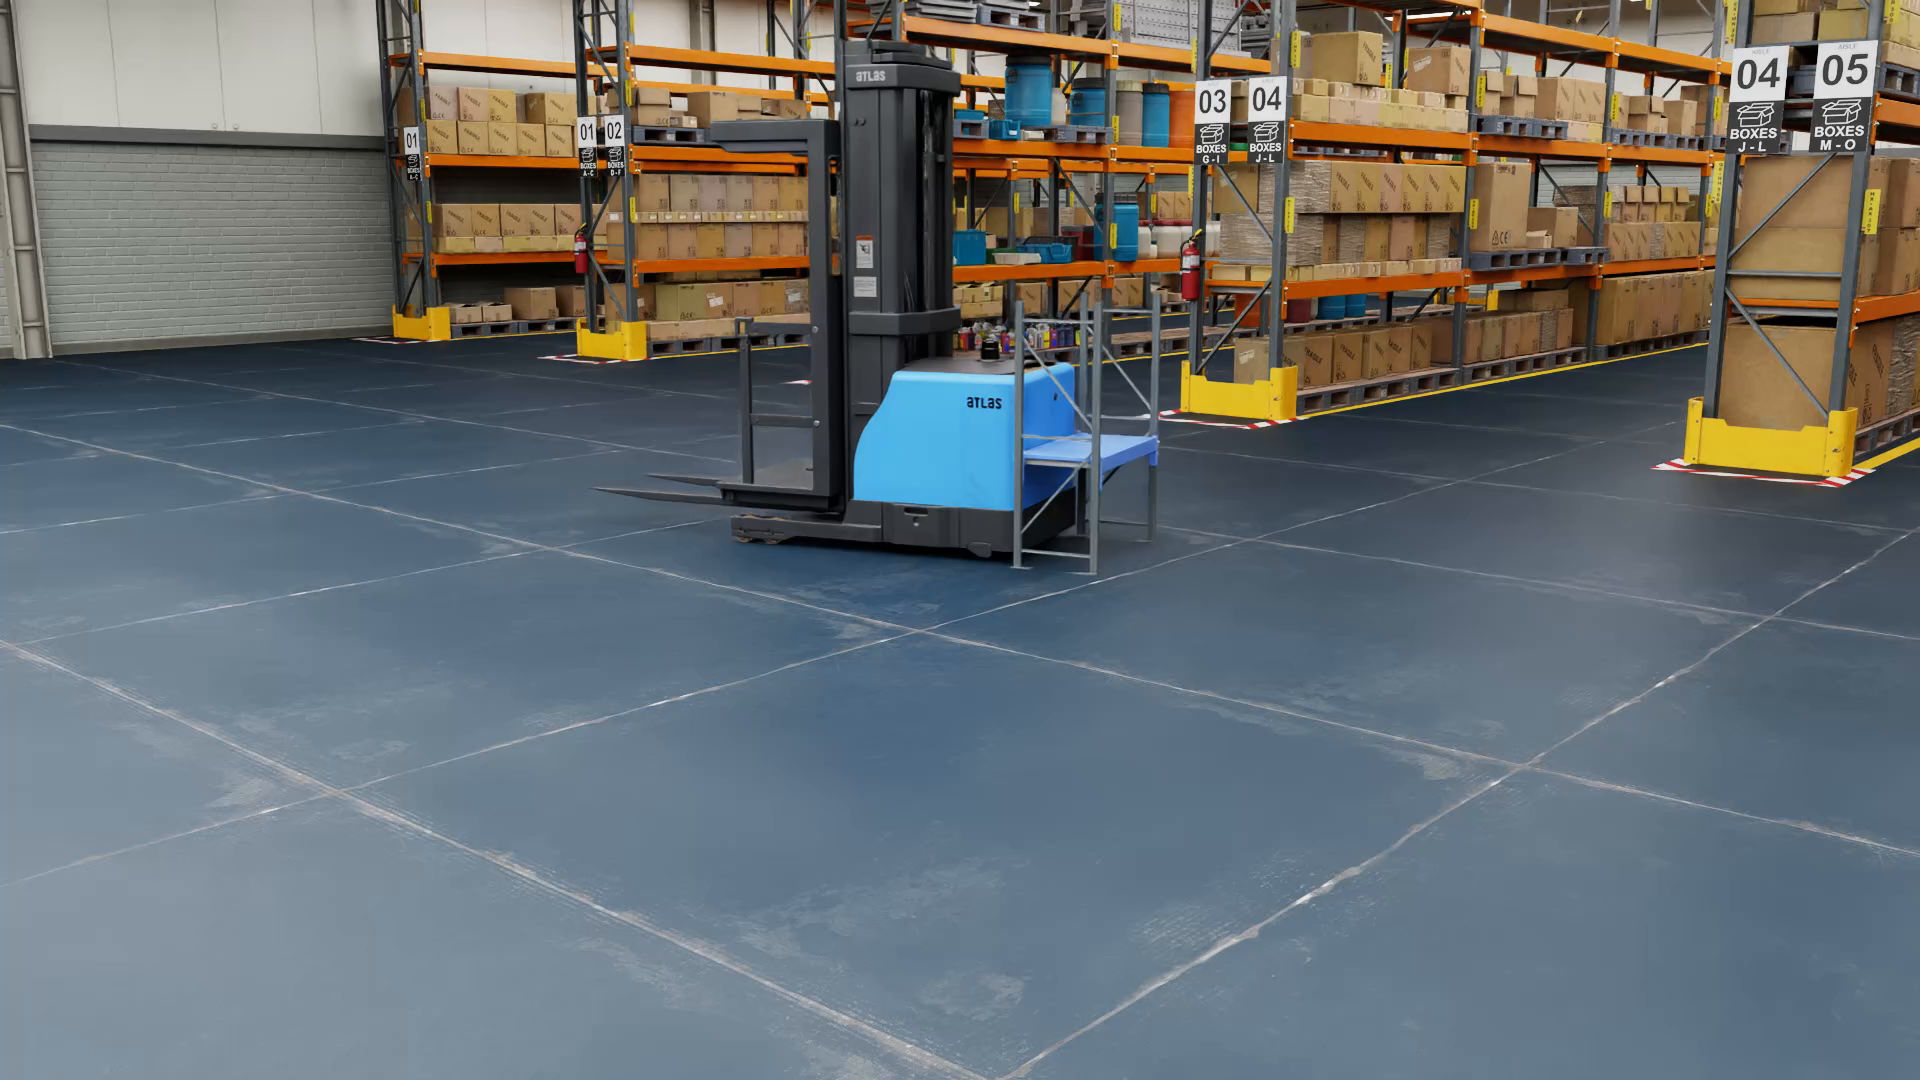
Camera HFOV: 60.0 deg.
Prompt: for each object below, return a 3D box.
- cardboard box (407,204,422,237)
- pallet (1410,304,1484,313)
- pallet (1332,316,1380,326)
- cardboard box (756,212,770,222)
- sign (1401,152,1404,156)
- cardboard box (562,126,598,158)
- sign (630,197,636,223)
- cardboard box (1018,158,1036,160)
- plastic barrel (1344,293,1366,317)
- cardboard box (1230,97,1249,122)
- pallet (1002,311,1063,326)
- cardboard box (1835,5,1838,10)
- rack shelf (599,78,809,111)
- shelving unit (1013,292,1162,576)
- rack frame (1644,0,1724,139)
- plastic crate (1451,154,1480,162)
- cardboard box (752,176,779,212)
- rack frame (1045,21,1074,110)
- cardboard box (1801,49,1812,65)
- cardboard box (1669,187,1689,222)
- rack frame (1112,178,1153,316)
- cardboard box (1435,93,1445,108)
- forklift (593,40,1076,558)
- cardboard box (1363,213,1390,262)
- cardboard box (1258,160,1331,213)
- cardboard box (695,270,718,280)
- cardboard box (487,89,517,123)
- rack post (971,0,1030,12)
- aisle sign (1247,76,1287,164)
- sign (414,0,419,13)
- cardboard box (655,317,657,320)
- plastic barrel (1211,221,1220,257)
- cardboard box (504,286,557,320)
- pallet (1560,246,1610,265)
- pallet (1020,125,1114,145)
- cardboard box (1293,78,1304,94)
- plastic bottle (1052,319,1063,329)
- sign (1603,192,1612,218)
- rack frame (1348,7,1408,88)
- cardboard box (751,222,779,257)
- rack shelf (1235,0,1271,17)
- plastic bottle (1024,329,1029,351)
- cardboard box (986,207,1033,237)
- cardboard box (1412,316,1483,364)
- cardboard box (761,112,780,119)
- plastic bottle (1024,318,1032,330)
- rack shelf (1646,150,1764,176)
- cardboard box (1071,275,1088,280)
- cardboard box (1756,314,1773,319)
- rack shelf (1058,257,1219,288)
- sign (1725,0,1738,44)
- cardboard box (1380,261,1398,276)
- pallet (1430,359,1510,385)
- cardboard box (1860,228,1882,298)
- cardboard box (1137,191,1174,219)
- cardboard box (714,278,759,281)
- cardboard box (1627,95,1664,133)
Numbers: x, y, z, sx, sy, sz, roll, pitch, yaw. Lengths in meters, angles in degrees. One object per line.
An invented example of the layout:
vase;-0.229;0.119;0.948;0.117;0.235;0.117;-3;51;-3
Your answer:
cardboard box;-8.323;-5.024;26.125;0.500;0.500;0.500;10;15;40
pallet;8.956;-4.213;30.764;1.003;0.211;1.213;10;15;40
pallet;6.348;-3.632;27.859;1.003;0.211;1.213;10;15;40
cardboard box;-2.968;-4.685;24.096;0.380;0.149;0.250;10;15;42
sign;7.301;-6.512;27.475;0.100;0.325;0.005;10;15;40
cardboard box;-6.325;-6.563;27.445;0.500;0.500;0.500;8;14;36
sign;-4.338;-4.374;22.040;0.100;0.325;0.005;10;15;40
cardboard box;0.793;-6.749;28.429;0.910;0.500;0.500;10;15;40
plastic barrel;6.517;-4.207;27.902;0.600;0.901;0.708;10;15;40
cardboard box;2.816;-4.203;16.322;0.500;0.250;0.500;10;15;42
pallet;1.052;-3.898;29.188;1.003;0.211;1.213;10;15;40
cardboard box;6.985;-4.282;13.612;0.380;0.149;0.250;10;15;41
rack shelf;-4.513;-7.899;29.642;1.077;0.370;4.000;10;15;40
shelving unit;0.748;-0.648;9.624;0.538;1.500;1.048;5;12;24
rack frame;10.610;-7.409;24.333;1.000;3.000;0.127;10;15;40
plastic crate;9.093;-6.881;29.889;0.450;0.188;0.336;10;15;40
cardboard box;-3.062;-5.043;24.234;0.700;0.500;0.500;10;15;40
rack frame;2.088;-9.919;36.899;1.000;3.000;0.127;10;15;40
cardboard box;6.479;-3.778;13.125;0.380;0.149;0.250;10;15;41
cardboard box;10.194;-4.914;24.337;0.797;0.503;0.637;9;15;39
rack frame;3.171;-5.749;31.336;1.000;3.000;0.127;10;15;40
cardboard box;4.986;-4.723;17.905;0.380;0.149;0.250;9;14;38
forklift;-0.850;-1.499;10.232;3.031;2.935;1.130;5;12;22
cardboard box;4.013;-3.203;17.577;0.875;0.500;0.500;10;15;40
cardboard box;3.256;-3.433;16.173;0.500;0.500;0.500;10;15;40
cardboard box;-4.732;-4.822;30.041;0.500;0.250;0.500;9;15;39
cardboard box;-7.338;-6.813;26.145;0.500;0.500;0.500;10;15;42
rack post;0.223;-6.536;20.155;0.937;0.300;0.954;9;15;39
aisle sign;2.873;-3.929;15.587;0.394;0.787;0.004;10;15;40
sign;-8.067;-7.992;24.662;0.100;0.325;0.005;10;15;40
cardboard box;-4.297;-3.033;23.687;0.500;0.250;0.500;10;15;40
plastic barrel;3.730;-4.395;24.273;0.421;0.512;0.421;0;11;0
cardboard box;-7.052;-3.889;27.282;0.700;0.500;0.500;9;14;37
pallet;7.579;-3.666;21.399;1.213;0.211;1.003;10;15;40
pallet;1.205;-5.190;21.364;1.213;0.211;1.003;10;15;40
cardboard box;3.044;-4.306;15.816;0.380;0.149;0.250;10;15;40
plastic bottle;1.291;-2.734;21.883;0.144;0.351;0.185;10;15;40
sign;8.383;-4.339;21.524;0.100;0.325;0.005;10;15;40
rack frame;6.889;-8.050;27.539;1.000;3.000;0.127;10;15;40
cardboard box;-3.076;-4.403;24.343;0.700;0.500;0.500;10;15;41
rack shelf;4.491;-10.262;31.967;1.077;0.370;4.000;10;15;40
plastic bottle;0.825;-2.542;21.121;0.097;0.271;0.097;0;11;0
cardboard box;0.861;-5.523;28.876;0.700;0.500;0.500;4;12;21
cardboard box;5.750;-2.368;19.668;0.700;0.500;0.500;8;14;36
cardboard box;-2.997;-6.154;24.505;0.500;0.311;0.500;9;14;37
plastic bottle;0.872;-2.764;22.031;0.144;0.351;0.185;10;15;40
rack shelf;11.930;-5.880;26.171;1.077;0.370;4.000;10;15;40
cardboard box;2.008;-4.920;30.529;0.500;0.250;0.500;10;15;40
cardboard box;12.888;-4.116;27.511;0.875;0.875;0.875;10;15;40
rack shelf;2.928;-3.872;23.778;1.077;0.370;4.000;10;15;40
sign;5.949;-3.984;12.785;0.100;0.325;0.005;10;15;40
cardboard box;4.406;-2.879;17.608;0.380;0.149;0.250;10;15;40
pallet;5.842;-2.038;19.875;1.003;0.211;1.213;10;15;40
cardboard box;6.905;-2.264;13.503;0.875;0.550;0.550;10;15;40
cardboard box;3.693;-6.321;31.393;0.500;0.500;0.500;10;15;42
cardboard box;-3.311;-3.622;24.722;0.500;0.500;0.500;10;15;40
cardboard box;9.302;-5.910;23.148;0.797;0.503;0.637;10;15;40
